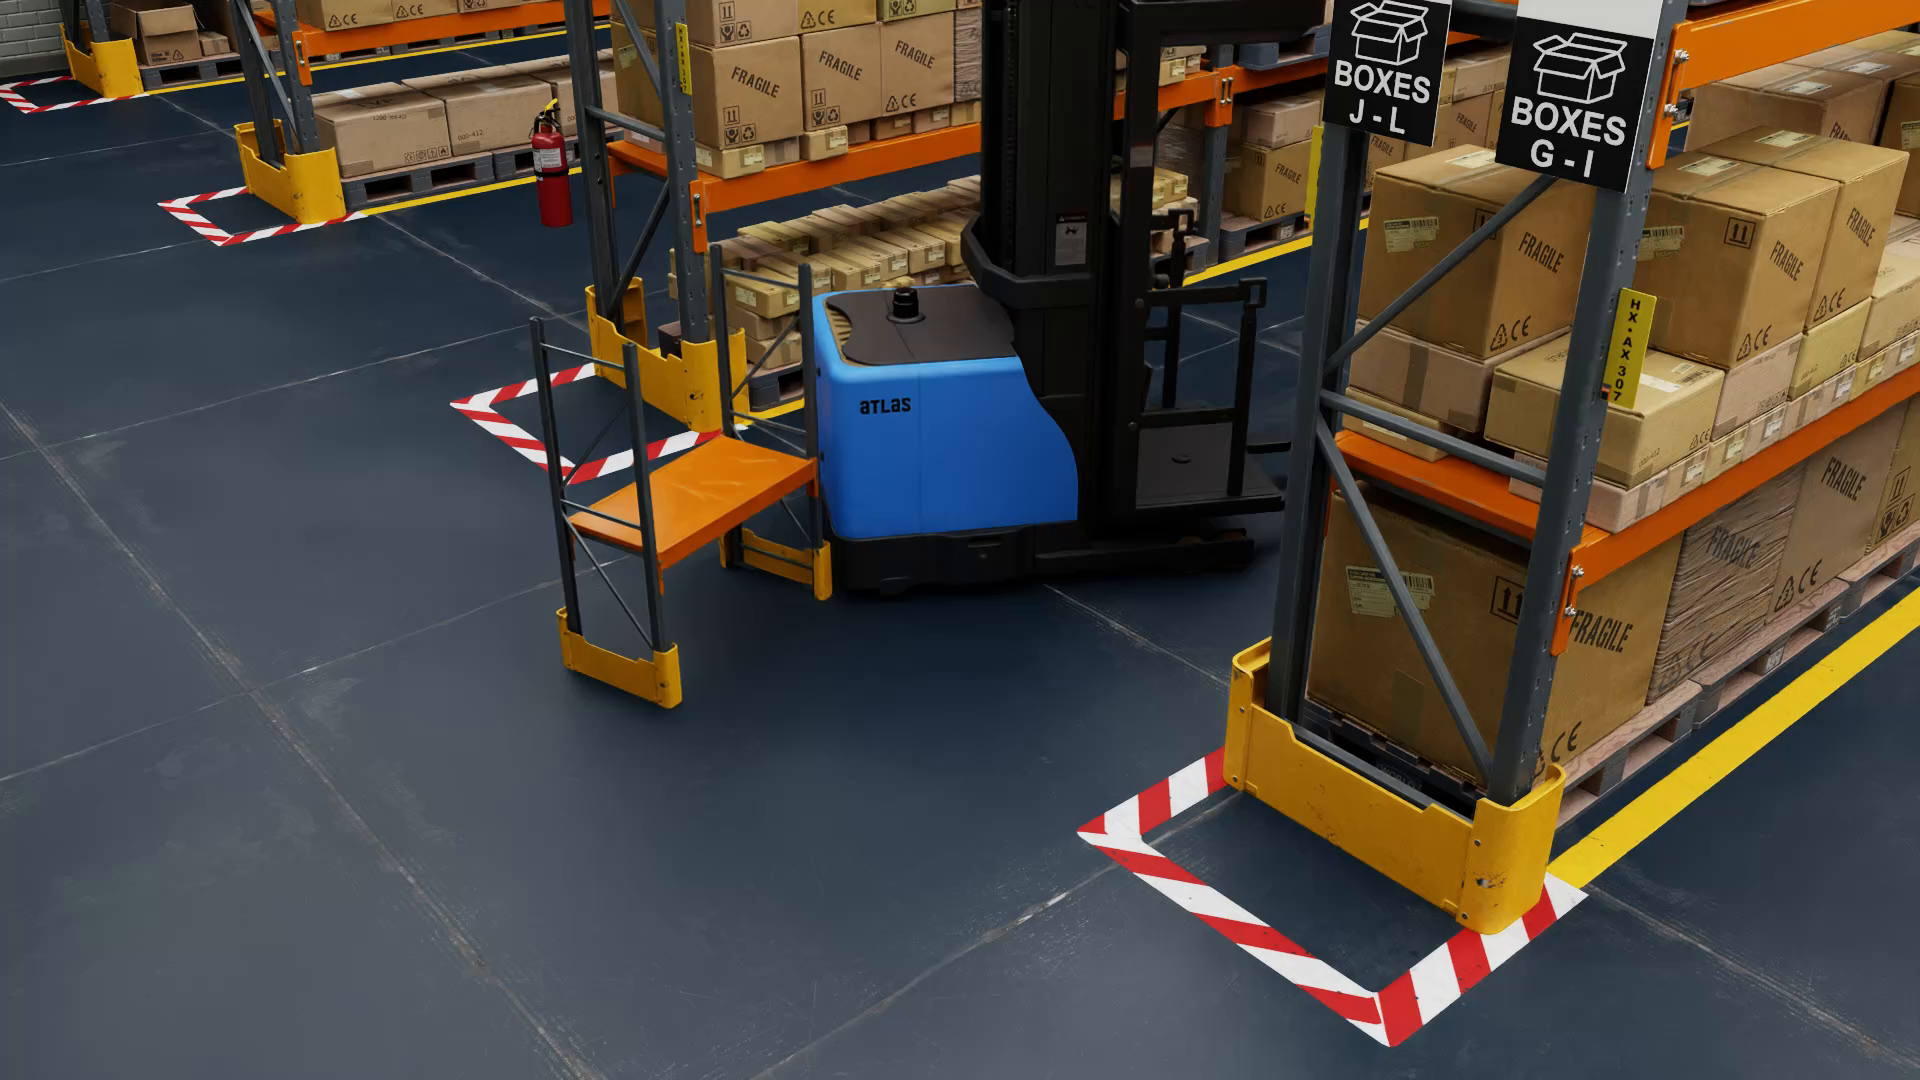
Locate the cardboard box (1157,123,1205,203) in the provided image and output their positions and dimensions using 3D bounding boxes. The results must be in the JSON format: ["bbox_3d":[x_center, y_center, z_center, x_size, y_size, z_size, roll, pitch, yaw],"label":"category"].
[{"bbox_3d":[1.767,-2.737,11.896,0.500,0.500,0.500,-23,36,-36],"label":"cardboard box"}]

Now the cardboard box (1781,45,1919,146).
[{"bbox_3d":[3.600,-1.722,6.837,0.500,0.500,0.500,-22,35,-35],"label":"cardboard box"}]

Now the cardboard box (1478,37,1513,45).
[{"bbox_3d":[4.932,-3.909,13.823,0.750,0.750,1.050,-22,35,-36],"label":"cardboard box"}]

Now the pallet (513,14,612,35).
[{"bbox_3d":[-4.552,-5.893,18.553,1.213,0.211,1.003,-22,35,-35],"label":"pallet"}]

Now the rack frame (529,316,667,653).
[{"bbox_3d":[-1.359,-0.090,6.327,0.500,1.500,0.032,17,32,28],"label":"rack frame"}]

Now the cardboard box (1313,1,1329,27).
[{"bbox_3d":[2.173,-3.455,10.853,0.250,0.149,0.380,-21,35,-34],"label":"cardboard box"}]

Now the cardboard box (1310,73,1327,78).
[{"bbox_3d":[2.563,-3.389,12.320,0.500,0.250,0.500,-24,36,-37],"label":"cardboard box"}]

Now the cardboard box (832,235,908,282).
[{"bbox_3d":[-0.515,-1.607,9.523,0.250,0.149,0.380,-24,36,-37],"label":"cardboard box"}]

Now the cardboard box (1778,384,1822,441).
[{"bbox_3d":[2.732,-0.499,5.768,0.250,0.149,0.380,-23,36,-36],"label":"cardboard box"}]

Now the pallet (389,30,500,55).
[{"bbox_3d":[-5.670,-5.421,17.670,1.213,0.211,1.003,-22,35,-35],"label":"pallet"}]

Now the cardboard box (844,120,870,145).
[{"bbox_3d":[-0.702,-2.269,9.080,0.250,0.149,0.380,-20,34,-33],"label":"cardboard box"}]

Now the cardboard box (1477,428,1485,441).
[{"bbox_3d":[1.721,-0.501,5.772,0.250,0.149,0.380,-21,35,-34],"label":"cardboard box"}]

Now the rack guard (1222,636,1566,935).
[{"bbox_3d":[1.449,0.805,5.713,0.348,0.500,1.175,-22,35,-35],"label":"rack guard"}]

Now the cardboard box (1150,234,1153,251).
[{"bbox_3d":[1.039,-1.974,10.841,0.250,0.149,0.380,-21,34,-34],"label":"cardboard box"}]

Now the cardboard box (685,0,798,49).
[{"bbox_3d":[-1.161,-2.773,8.273,0.500,0.500,0.500,-22,35,-35],"label":"cardboard box"}]

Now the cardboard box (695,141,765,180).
[{"bbox_3d":[-1.216,-1.985,8.548,0.250,0.149,0.380,-22,35,-35],"label":"cardboard box"}]

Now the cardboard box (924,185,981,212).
[{"bbox_3d":[-0.021,-2.089,10.425,0.250,0.149,0.380,-24,36,-37],"label":"cardboard box"}]

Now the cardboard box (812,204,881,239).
[{"bbox_3d":[-0.688,-1.897,10.065,0.250,0.149,0.380,-20,34,-33],"label":"cardboard box"}]

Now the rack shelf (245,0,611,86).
[{"bbox_3d":[-3.444,-4.153,13.101,4.000,0.370,1.077,-22,35,-35],"label":"rack shelf"}]

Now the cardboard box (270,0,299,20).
[{"bbox_3d":[-4.770,-4.145,12.217,0.500,0.500,0.500,-22,35,-35],"label":"cardboard box"}]

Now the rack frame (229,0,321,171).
[{"bbox_3d":[-4.965,-3.858,11.787,0.127,3.000,1.000,-22,35,-35],"label":"rack frame"}]

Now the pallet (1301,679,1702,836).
[{"bbox_3d":[2.025,0.652,6.305,1.213,0.211,1.003,-22,35,-35],"label":"pallet"}]

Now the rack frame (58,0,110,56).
[{"bbox_3d":[-8.189,-5.637,15.115,0.127,3.000,1.000,-22,35,-35],"label":"rack frame"}]

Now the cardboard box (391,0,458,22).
[{"bbox_3d":[-4.047,-4.111,12.154,0.500,0.500,0.500,-22,35,-36],"label":"cardboard box"}]

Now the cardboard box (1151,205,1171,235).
[{"bbox_3d":[1.137,-2.099,10.759,0.250,0.149,0.380,-24,36,-37],"label":"cardboard box"}]

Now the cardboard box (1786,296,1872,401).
[{"bbox_3d":[2.783,-0.734,5.784,0.500,0.250,0.500,-23,36,-36],"label":"cardboard box"}]

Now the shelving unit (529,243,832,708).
[{"bbox_3d":[-1.091,-0.288,6.698,0.587,1.500,1.083,17,32,28],"label":"shelving unit"}]

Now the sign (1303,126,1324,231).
[{"bbox_3d":[1.125,-1.119,5.181,0.005,0.325,0.100,-22,35,-35],"label":"sign"}]

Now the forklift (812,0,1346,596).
[{"bbox_3d":[0.862,-1.382,7.226,3.031,2.935,1.130,-5,29,-9],"label":"forklift"}]

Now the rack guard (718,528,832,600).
[{"bbox_3d":[-0.823,0.065,7.363,0.587,0.250,0.087,17,32,28],"label":"rack guard"}]

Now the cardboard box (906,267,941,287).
[{"bbox_3d":[-0.331,-1.566,9.762,0.250,0.149,0.380,-24,36,-37],"label":"cardboard box"}]

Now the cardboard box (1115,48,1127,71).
[{"bbox_3d":[0.787,-3.105,9.957,0.500,0.500,0.500,-23,36,-36],"label":"cardboard box"}]

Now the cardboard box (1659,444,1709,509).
[{"bbox_3d":[2.146,-0.263,5.327,0.250,0.149,0.380,-22,35,-36],"label":"cardboard box"}]

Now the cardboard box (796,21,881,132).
[{"bbox_3d":[-0.764,-2.501,8.825,0.500,0.500,0.500,-22,35,-35],"label":"cardboard box"}]

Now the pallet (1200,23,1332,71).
[{"bbox_3d":[2.044,-3.435,11.198,1.213,0.211,1.003,-22,35,-35],"label":"pallet"}]

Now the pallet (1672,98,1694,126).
[{"bbox_3d":[5.987,-3.917,14.856,1.213,0.211,1.003,-22,35,-35],"label":"pallet"}]

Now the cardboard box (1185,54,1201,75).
[{"bbox_3d":[1.302,-3.056,10.552,0.250,0.149,0.380,-22,35,-35],"label":"cardboard box"}]

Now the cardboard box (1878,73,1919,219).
[{"bbox_3d":[3.950,-1.536,6.490,0.500,0.500,0.500,-21,35,-34],"label":"cardboard box"}]

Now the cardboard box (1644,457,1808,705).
[{"bbox_3d":[2.594,-0.056,6.481,0.875,0.875,0.875,-22,35,-35],"label":"cardboard box"}]

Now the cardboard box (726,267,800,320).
[{"bbox_3d":[-1.056,-1.343,9.028,0.250,0.149,0.380,-24,36,-37],"label":"cardboard box"}]

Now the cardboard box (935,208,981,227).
[{"bbox_3d":[0.061,-1.864,10.003,0.250,0.149,0.380,-22,35,-35],"label":"cardboard box"}]

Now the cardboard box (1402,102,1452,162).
[{"bbox_3d":[3.291,-3.024,12.433,0.500,0.500,0.500,-24,36,-37],"label":"cardboard box"}]

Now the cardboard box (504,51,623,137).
[{"bbox_3d":[-3.150,-3.709,13.781,0.875,0.438,0.875,-23,36,-36],"label":"cardboard box"}]

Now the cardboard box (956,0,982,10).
[{"bbox_3d":[0.014,-3.238,9.143,0.500,0.500,0.500,-23,36,-36],"label":"cardboard box"}]

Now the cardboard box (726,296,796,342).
[{"bbox_3d":[-1.110,-1.241,9.154,0.250,0.149,0.380,-20,34,-33],"label":"cardboard box"}]

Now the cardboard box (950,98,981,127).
[{"bbox_3d":[-0.062,-2.480,9.476,0.250,0.149,0.380,-20,34,-33],"label":"cardboard box"}]

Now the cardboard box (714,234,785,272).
[{"bbox_3d":[-1.209,-1.614,9.535,0.250,0.149,0.380,-21,35,-34],"label":"cardboard box"}]

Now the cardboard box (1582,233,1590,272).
[{"bbox_3d":[2.437,-0.924,6.140,0.500,0.250,0.500,-23,36,-37],"label":"cardboard box"}]

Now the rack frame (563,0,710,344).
[{"bbox_3d":[-1.675,-2.114,8.524,0.127,3.000,1.000,-22,35,-35],"label":"rack frame"}]

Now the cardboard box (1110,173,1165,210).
[{"bbox_3d":[1.097,-2.234,10.695,0.250,0.149,0.380,-21,35,-34],"label":"cardboard box"}]

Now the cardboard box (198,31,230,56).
[{"bbox_3d":[-7.314,-4.834,16.192,0.250,0.149,0.380,-24,36,-37],"label":"cardboard box"}]

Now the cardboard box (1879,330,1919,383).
[{"bbox_3d":[3.319,-0.736,6.212,0.250,0.149,0.380,-21,35,-34],"label":"cardboard box"}]

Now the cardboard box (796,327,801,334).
[{"bbox_3d":[-0.923,-1.197,9.386,0.250,0.149,0.380,-22,35,-35],"label":"cardboard box"}]

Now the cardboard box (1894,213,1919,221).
[{"bbox_3d":[3.952,-1.205,6.666,0.500,0.250,0.500,-21,34,-33],"label":"cardboard box"}]

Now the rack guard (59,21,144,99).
[{"bbox_3d":[-8.132,-4.558,15.748,0.348,0.500,1.175,-22,35,-35],"label":"rack guard"}]

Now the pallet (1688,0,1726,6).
[{"bbox_3d":[2.025,-1.819,4.883,1.213,0.211,1.003,-22,35,-35],"label":"pallet"}]

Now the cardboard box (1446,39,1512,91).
[{"bbox_3d":[4.061,-3.672,12.849,0.500,0.250,0.500,-23,36,-36],"label":"cardboard box"}]

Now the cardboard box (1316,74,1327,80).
[{"bbox_3d":[2.896,-3.201,11.968,0.500,0.250,0.500,-20,34,-33],"label":"cardboard box"}]
